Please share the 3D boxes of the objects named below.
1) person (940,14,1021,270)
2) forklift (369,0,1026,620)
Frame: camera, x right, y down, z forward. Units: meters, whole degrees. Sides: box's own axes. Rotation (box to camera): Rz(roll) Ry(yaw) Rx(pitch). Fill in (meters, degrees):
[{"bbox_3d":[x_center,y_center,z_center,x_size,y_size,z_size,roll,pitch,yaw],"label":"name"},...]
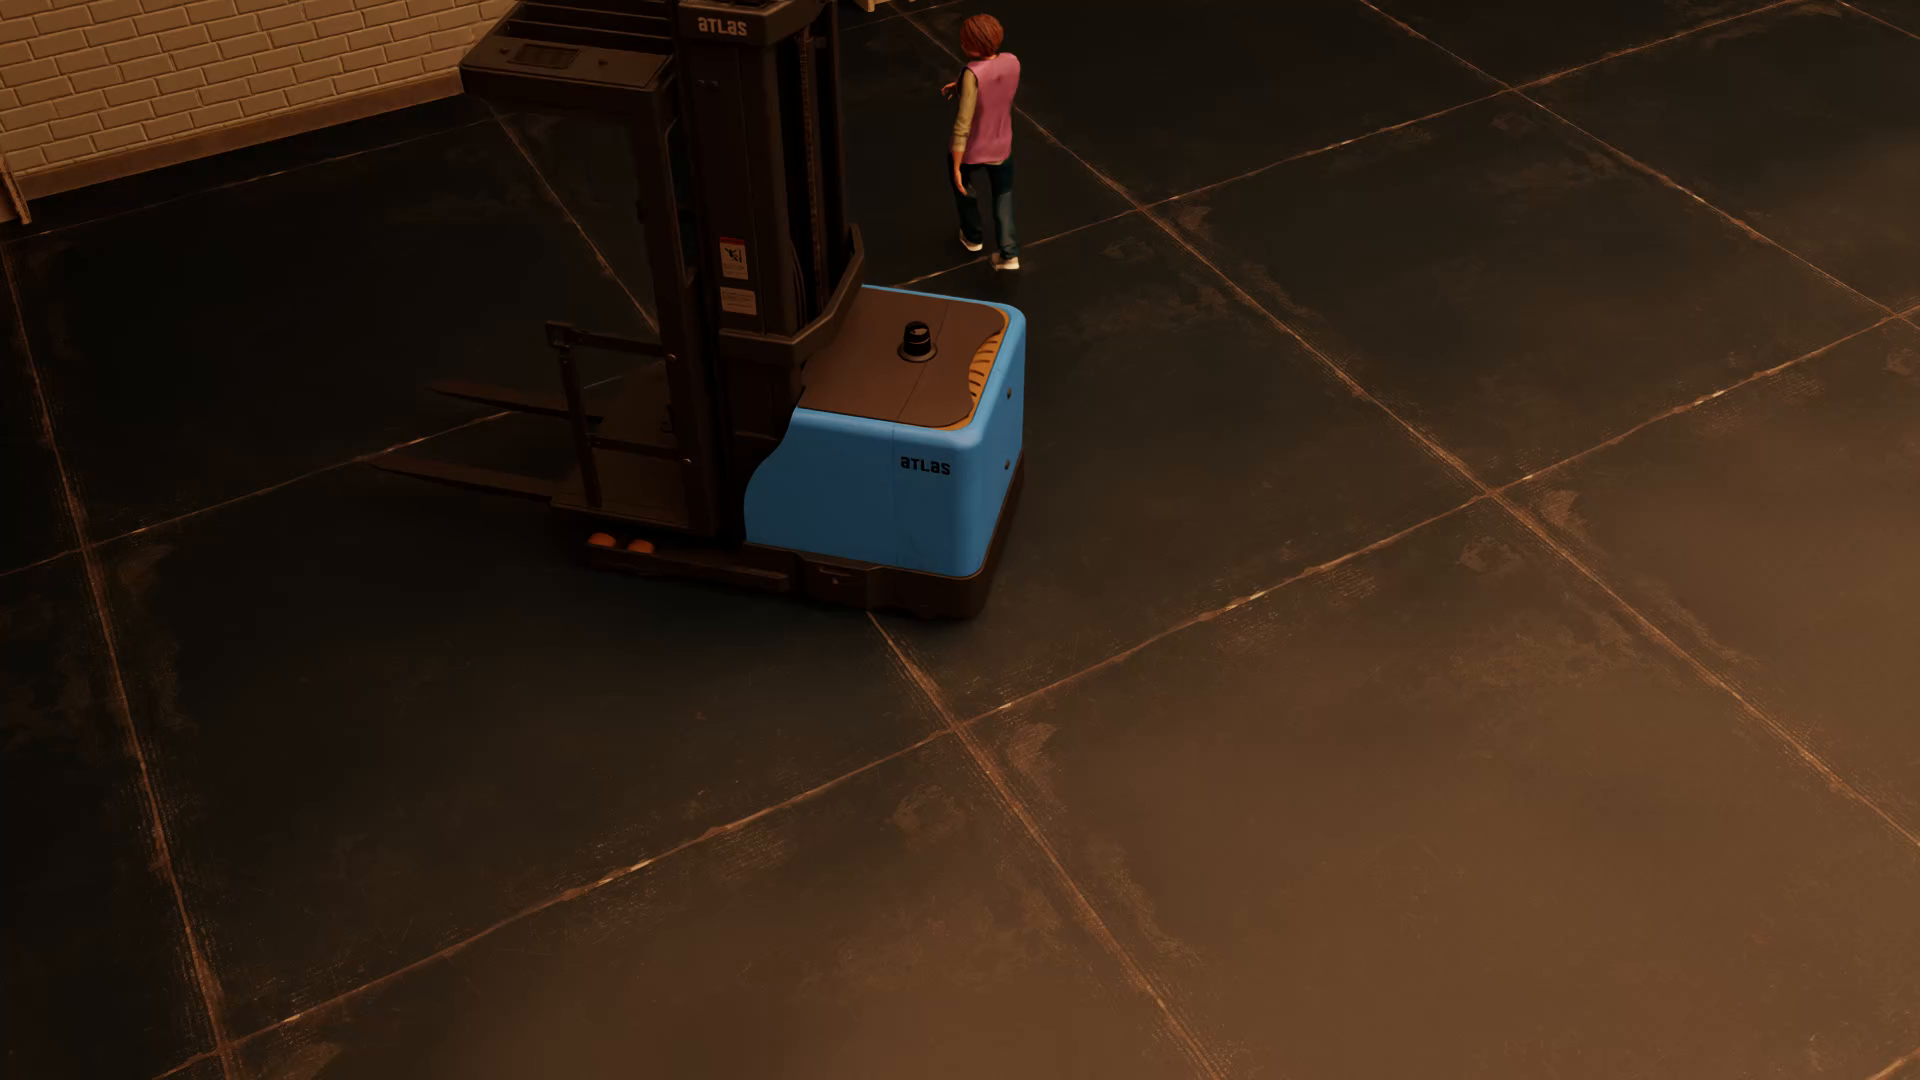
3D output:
[{"bbox_3d":[0.113,-2.143,9.067,0.465,1.519,0.720,-11,44,-12],"label":"person"},{"bbox_3d":[-1.266,-1.252,7.047,3.031,2.935,1.130,9,44,10],"label":"forklift"}]
